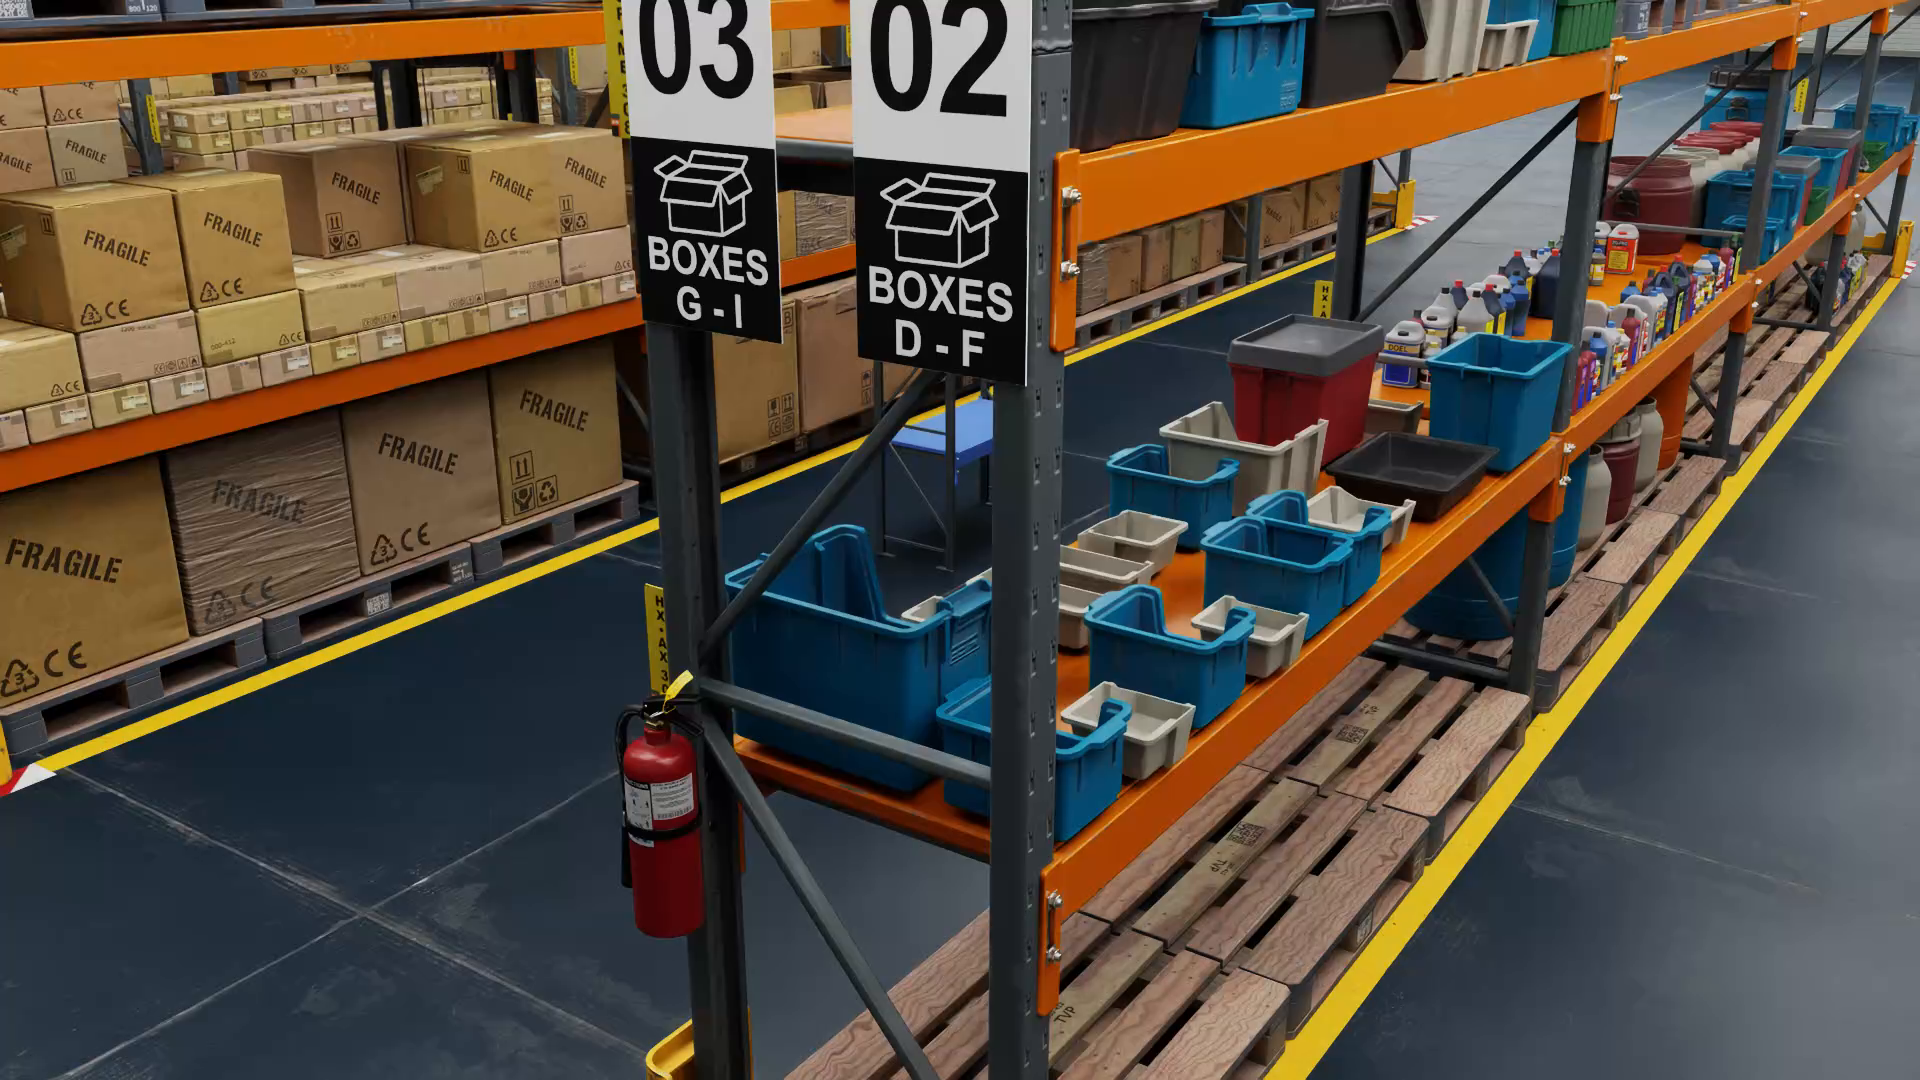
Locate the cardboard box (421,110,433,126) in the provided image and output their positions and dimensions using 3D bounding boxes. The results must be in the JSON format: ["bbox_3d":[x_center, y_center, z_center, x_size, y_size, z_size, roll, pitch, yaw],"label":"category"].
[{"bbox_3d":[-4.514,-3.430,13.541,0.380,0.149,0.250,14,24,33],"label":"cardboard box"}]

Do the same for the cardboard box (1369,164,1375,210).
[{"bbox_3d":[4.288,-3.960,18.645,0.500,0.500,0.500,19,28,42],"label":"cardboard box"}]

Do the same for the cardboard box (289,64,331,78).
[{"bbox_3d":[-7.308,-5.367,18.272,0.500,0.500,0.500,15,25,35],"label":"cardboard box"}]

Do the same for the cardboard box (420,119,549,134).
[{"bbox_3d":[-2.573,-2.002,9.059,0.500,0.500,0.500,13,24,32],"label":"cardboard box"}]

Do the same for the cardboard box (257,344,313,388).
[{"bbox_3d":[-3.148,-0.810,7.492,0.380,0.149,0.250,13,24,31],"label":"cardboard box"}]

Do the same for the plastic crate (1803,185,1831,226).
[{"bbox_3d":[5.755,-2.344,11.582,0.450,0.188,0.662,13,24,32],"label":"plastic crate"}]

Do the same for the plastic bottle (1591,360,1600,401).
[{"bbox_3d":[2.688,-0.706,7.136,0.097,0.201,0.097,0,20,0],"label":"plastic bottle"}]

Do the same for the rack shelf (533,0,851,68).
[{"bbox_3d":[-0.968,-3.312,10.607,1.077,0.370,4.000,13,24,32],"label":"rack shelf"}]

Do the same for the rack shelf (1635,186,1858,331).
[{"bbox_3d":[5.377,-2.086,11.619,1.077,0.370,4.000,13,24,32],"label":"rack shelf"}]

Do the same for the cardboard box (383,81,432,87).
[{"bbox_3d":[-4.749,-3.853,14.256,0.380,0.149,0.250,12,24,30],"label":"cardboard box"}]

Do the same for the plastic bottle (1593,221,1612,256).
[{"bbox_3d":[3.742,-1.731,9.799,0.152,0.276,0.135,13,24,32],"label":"plastic bottle"}]

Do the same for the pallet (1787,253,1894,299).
[{"bbox_3d":[8.285,-2.574,15.921,1.003,0.211,1.213,13,24,32],"label":"pallet"}]

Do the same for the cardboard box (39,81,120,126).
[{"bbox_3d":[-6.178,-3.132,11.395,0.500,0.500,0.500,12,24,30],"label":"cardboard box"}]

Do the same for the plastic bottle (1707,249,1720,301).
[{"bbox_3d":[4.059,-1.439,9.016,0.097,0.271,0.097,0,20,0],"label":"plastic bottle"}]

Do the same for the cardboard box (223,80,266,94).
[{"bbox_3d":[-7.703,-4.885,17.904,0.380,0.149,0.250,12,23,29],"label":"cardboard box"}]

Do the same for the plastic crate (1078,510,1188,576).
[{"bbox_3d":[0.526,0.018,5.186,0.298,0.136,0.250,13,24,32],"label":"plastic crate"}]

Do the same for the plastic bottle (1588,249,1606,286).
[{"bbox_3d":[3.595,-1.544,9.402,0.097,0.201,0.097,0,20,0],"label":"plastic bottle"}]

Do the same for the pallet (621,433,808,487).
[{"bbox_3d":[-1.721,-0.596,10.573,1.003,0.211,1.213,13,24,32],"label":"pallet"}]

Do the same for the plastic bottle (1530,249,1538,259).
[{"bbox_3d":[3.054,-1.411,8.925,0.061,0.283,0.133,13,24,32],"label":"plastic bottle"}]

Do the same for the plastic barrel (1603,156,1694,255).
[{"bbox_3d":[4.263,-2.106,10.439,0.600,0.536,0.708,13,24,32],"label":"plastic barrel"}]

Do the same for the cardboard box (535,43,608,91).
[{"bbox_3d":[-3.629,-4.455,15.400,0.700,0.500,0.500,13,24,32],"label":"cardboard box"}]

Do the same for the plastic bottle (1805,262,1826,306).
[{"bbox_3d":[7.179,-2.140,13.912,0.144,0.351,0.185,13,24,32],"label":"plastic bottle"}]

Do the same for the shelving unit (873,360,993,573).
[{"bbox_3d":[0.048,-0.728,9.071,0.538,1.500,1.048,13,24,32],"label":"shelving unit"}]

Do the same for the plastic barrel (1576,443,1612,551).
[{"bbox_3d":[3.113,-0.233,8.552,0.421,0.512,0.421,0,20,0],"label":"plastic barrel"}]

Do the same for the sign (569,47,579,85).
[{"bbox_3d":[-3.435,-4.215,14.781,0.100,0.325,0.005,13,24,32],"label":"sign"}]

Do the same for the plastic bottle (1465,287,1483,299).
[{"bbox_3d":[2.447,-1.070,8.012,0.152,0.276,0.135,13,24,32],"label":"plastic bottle"}]

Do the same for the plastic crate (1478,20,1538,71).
[{"bbox_3d":[1.604,-1.546,5.178,0.293,0.136,0.466,13,24,32],"label":"plastic crate"}]

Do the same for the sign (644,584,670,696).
[{"bbox_3d":[-0.709,0.266,3.986,0.100,0.325,0.005,13,24,32],"label":"sign"}]

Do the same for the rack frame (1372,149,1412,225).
[{"bbox_3d":[4.653,-5.111,18.759,1.000,3.000,0.127,13,24,32],"label":"rack frame"}]

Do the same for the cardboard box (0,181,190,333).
[{"bbox_3d":[-3.567,-1.170,6.811,0.500,0.500,0.500,13,24,31],"label":"cardboard box"}]

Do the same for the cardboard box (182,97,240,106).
[{"bbox_3d":[-5.776,-3.327,12.835,0.380,0.149,0.250,12,24,30],"label":"cardboard box"}]

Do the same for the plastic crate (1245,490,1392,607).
[{"bbox_3d":[1.075,0.025,5.028,0.416,0.233,0.300,13,24,32],"label":"plastic crate"}]

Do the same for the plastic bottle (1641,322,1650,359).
[{"bbox_3d":[3.187,-0.961,7.826,0.097,0.201,0.097,0,20,0],"label":"plastic bottle"}]

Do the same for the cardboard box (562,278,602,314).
[{"bbox_3d":[-2.138,-1.325,8.885,0.380,0.149,0.250,14,24,33],"label":"cardboard box"}]

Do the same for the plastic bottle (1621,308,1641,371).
[{"bbox_3d":[3.062,-0.924,7.608,0.061,0.283,0.133,13,24,32],"label":"plastic bottle"}]

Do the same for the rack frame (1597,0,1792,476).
[{"bbox_3d":[4.252,-1.850,9.943,1.000,3.000,0.127,13,24,32],"label":"rack frame"}]

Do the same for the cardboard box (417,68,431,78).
[{"bbox_3d":[-6.438,-5.484,19.524,0.380,0.149,0.250,13,24,32],"label":"cardboard box"}]

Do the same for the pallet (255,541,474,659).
[{"bbox_3d":[-3.270,0.194,8.436,1.003,0.211,1.213,13,24,32],"label":"pallet"}]

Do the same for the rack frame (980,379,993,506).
[{"bbox_3d":[0.334,-0.874,9.465,0.500,1.500,0.032,13,24,32],"label":"rack frame"}]

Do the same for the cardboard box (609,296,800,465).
[{"bbox_3d":[-1.749,-1.056,10.254,1.225,0.875,0.875,13,24,32],"label":"cardboard box"}]

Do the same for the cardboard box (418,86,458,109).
[{"bbox_3d":[-4.363,-3.648,13.703,0.380,0.149,0.250,13,24,32],"label":"cardboard box"}]

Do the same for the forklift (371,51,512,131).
[{"bbox_3d":[-3.634,-2.635,12.163,1.130,2.935,3.031,-7,21,-18],"label":"forklift"}]

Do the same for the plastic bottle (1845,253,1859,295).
[{"bbox_3d":[7.643,-2.288,14.312,0.144,0.351,0.185,13,24,31],"label":"plastic bottle"}]

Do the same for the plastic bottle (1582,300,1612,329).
[{"bbox_3d":[2.974,-0.998,7.818,0.152,0.276,0.135,13,24,32],"label":"plastic bottle"}]

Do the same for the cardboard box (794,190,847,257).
[{"bbox_3d":[-1.064,-2.086,10.437,0.500,0.500,0.500,13,24,31],"label":"cardboard box"}]

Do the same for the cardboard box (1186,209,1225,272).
[{"bbox_3d":[2.042,-2.826,15.549,0.700,0.500,0.500,11,23,28],"label":"cardboard box"}]

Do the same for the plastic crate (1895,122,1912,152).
[{"bbox_3d":[8.346,-3.688,15.127,0.499,0.251,0.408,13,24,32],"label":"plastic crate"}]

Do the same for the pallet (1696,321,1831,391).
[{"bbox_3d":[6.092,-1.457,12.899,1.003,0.211,1.213,13,24,32],"label":"pallet"}]

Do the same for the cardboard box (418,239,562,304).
[{"bbox_3d":[-2.413,-1.411,8.542,0.500,0.250,0.500,14,25,33],"label":"cardboard box"}]

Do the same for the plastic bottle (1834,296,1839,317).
[{"bbox_3d":[7.100,-1.927,13.549,0.097,0.201,0.097,0,20,0],"label":"plastic bottle"}]

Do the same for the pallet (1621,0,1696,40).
[{"bbox_3d":[2.364,-2.265,7.012,1.213,0.211,1.003,13,24,32],"label":"pallet"}]

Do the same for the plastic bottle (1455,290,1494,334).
[{"bbox_3d":[2.369,-0.979,7.658,0.144,0.351,0.185,13,24,32],"label":"plastic bottle"}]

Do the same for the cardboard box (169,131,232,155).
[{"bbox_3d":[-5.536,-2.906,12.127,0.380,0.149,0.250,14,24,33],"label":"cardboard box"}]

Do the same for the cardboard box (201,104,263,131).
[{"bbox_3d":[-5.384,-3.127,12.295,0.380,0.149,0.250,14,25,33],"label":"cardboard box"}]
